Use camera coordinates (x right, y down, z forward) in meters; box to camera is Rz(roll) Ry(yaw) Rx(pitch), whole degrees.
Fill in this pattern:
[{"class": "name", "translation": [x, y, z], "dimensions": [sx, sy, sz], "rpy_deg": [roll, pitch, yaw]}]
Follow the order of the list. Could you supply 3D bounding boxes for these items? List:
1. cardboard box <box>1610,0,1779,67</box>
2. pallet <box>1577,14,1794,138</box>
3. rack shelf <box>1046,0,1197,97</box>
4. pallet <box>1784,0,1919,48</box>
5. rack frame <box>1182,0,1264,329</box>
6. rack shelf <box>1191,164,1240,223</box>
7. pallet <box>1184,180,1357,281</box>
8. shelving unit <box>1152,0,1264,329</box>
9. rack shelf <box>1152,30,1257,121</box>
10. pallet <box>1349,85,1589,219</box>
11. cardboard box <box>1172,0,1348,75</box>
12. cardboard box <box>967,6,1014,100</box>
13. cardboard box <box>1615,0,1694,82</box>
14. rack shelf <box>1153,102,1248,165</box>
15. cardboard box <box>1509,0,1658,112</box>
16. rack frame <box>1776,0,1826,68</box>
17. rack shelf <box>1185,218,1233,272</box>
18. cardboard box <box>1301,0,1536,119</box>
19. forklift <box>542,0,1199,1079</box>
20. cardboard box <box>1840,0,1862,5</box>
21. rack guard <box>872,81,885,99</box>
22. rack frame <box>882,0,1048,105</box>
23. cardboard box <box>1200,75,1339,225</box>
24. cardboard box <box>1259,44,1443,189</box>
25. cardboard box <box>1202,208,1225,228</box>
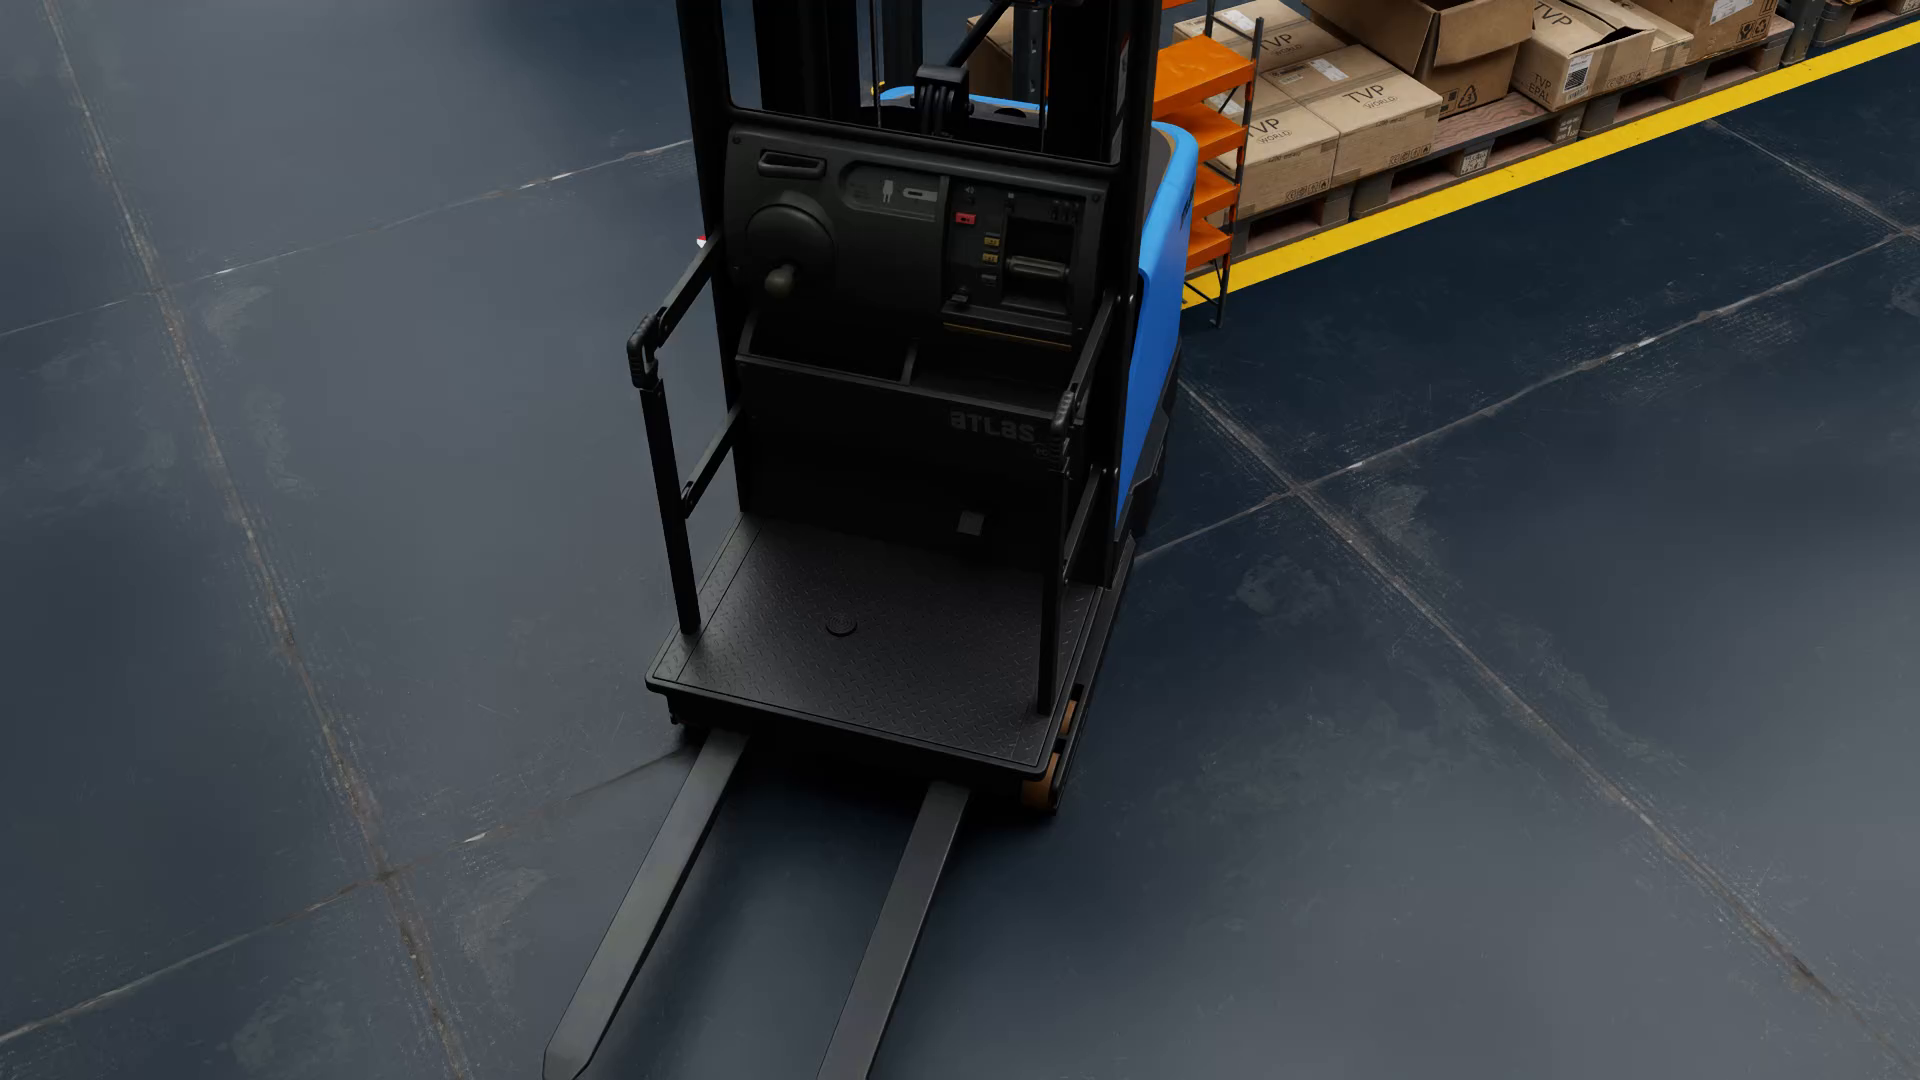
[{"class": "cardboard box", "translation": [3.132, -2.397, 7.045], "dimensions": [0.500, 0.500, 0.500], "rpy_deg": [-22, 48, -21]}, {"class": "pallet", "translation": [2.888, -2.267, 7.434], "dimensions": [1.213, 0.211, 1.003], "rpy_deg": [-22, 48, -21]}, {"class": "rack shelf", "translation": [1.750, -2.553, 6.243], "dimensions": [4.000, 0.370, 1.077], "rpy_deg": [-22, 48, -21]}, {"class": "pallet", "translation": [4.171, -2.809, 7.993], "dimensions": [1.213, 0.211, 1.003], "rpy_deg": [-22, 48, -21]}, {"class": "rack frame", "translation": [0.876, -1.268, 5.694], "dimensions": [0.015, 1.200, 0.240], "rpy_deg": [-27, 50, -25]}, {"class": "rack shelf", "translation": [0.680, -1.118, 5.637], "dimensions": [0.480, 0.148, 0.258], "rpy_deg": [-27, 50, -25]}, {"class": "pallet", "translation": [0.773, -1.420, 6.562], "dimensions": [1.213, 0.211, 1.003], "rpy_deg": [-22, 48, -21]}, {"class": "shelving unit", "translation": [0.680, -1.167, 5.590], "dimensions": [0.503, 1.200, 0.258], "rpy_deg": [-27, 50, -25]}, {"class": "rack shelf", "translation": [0.680, -1.448, 5.317], "dimensions": [0.480, 0.148, 0.258], "rpy_deg": [-27, 50, -25]}, {"class": "pallet", "translation": [1.829, -1.841, 6.995], "dimensions": [1.213, 0.211, 1.003], "rpy_deg": [-22, 48, -21]}, {"class": "cardboard box", "translation": [1.203, -1.937, 6.751], "dimensions": [0.500, 0.250, 0.500], "rpy_deg": [-22, 48, -21]}, {"class": "cardboard box", "translation": [0.365, -1.716, 6.343], "dimensions": [0.500, 0.500, 0.500], "rpy_deg": [-22, 48, -21]}, {"class": "cardboard box", "translation": [2.836, -2.105, 6.996], "dimensions": [0.250, 0.149, 0.380], "rpy_deg": [-22, 48, -21]}, {"class": "rack shelf", "translation": [0.680, -1.279, 5.481], "dimensions": [0.480, 0.148, 0.258], "rpy_deg": [-27, 50, -25]}, {"class": "cardboard box", "translation": [2.481, -2.069, 6.843], "dimensions": [0.500, 0.311, 0.500], "rpy_deg": [-22, 48, -21]}, {"class": "rack frame", "translation": [3.484, -3.505, 6.708], "dimensions": [0.127, 3.000, 1.000], "rpy_deg": [-22, 48, -21]}, {"class": "rack shelf", "translation": [0.680, -0.976, 5.776], "dimensions": [0.480, 0.148, 0.258], "rpy_deg": [-27, 50, -25]}, {"class": "cardboard box", "translation": [1.858, -2.112, 6.749], "dimensions": [0.637, 0.503, 0.797], "rpy_deg": [-22, 48, -21]}, {"class": "forklift", "translation": [-0.178, -0.636, 3.801], "dimensions": [1.130, 2.935, 3.031], "rpy_deg": [12, 45, 12]}, {"class": "cardboard box", "translation": [4.025, -2.787, 7.447], "dimensions": [0.500, 0.500, 0.500], "rpy_deg": [-24, 49, -23]}, {"class": "rack guard", "translation": [0.082, -1.247, 6.176], "dimensions": [0.348, 0.500, 1.175], "rpy_deg": [-22, 48, -21]}, {"class": "rack frame", "translation": [0.016, -2.117, 5.278], "dimensions": [0.127, 3.000, 1.000], "rpy_deg": [-22, 48, -21]}, {"class": "cardboard box", "translation": [1.062, -1.479, 6.279], "dimensions": [0.500, 0.250, 0.500], "rpy_deg": [-22, 48, -21]}, {"class": "cardboard box", "translation": [1.496, -1.653, 6.458], "dimensions": [0.500, 0.250, 0.500], "rpy_deg": [-22, 48, -21]}, {"class": "cardboard box", "translation": [0.767, -1.283, 6.137], "dimensions": [0.250, 0.166, 0.380], "rpy_deg": [-22, 48, -21]}]
